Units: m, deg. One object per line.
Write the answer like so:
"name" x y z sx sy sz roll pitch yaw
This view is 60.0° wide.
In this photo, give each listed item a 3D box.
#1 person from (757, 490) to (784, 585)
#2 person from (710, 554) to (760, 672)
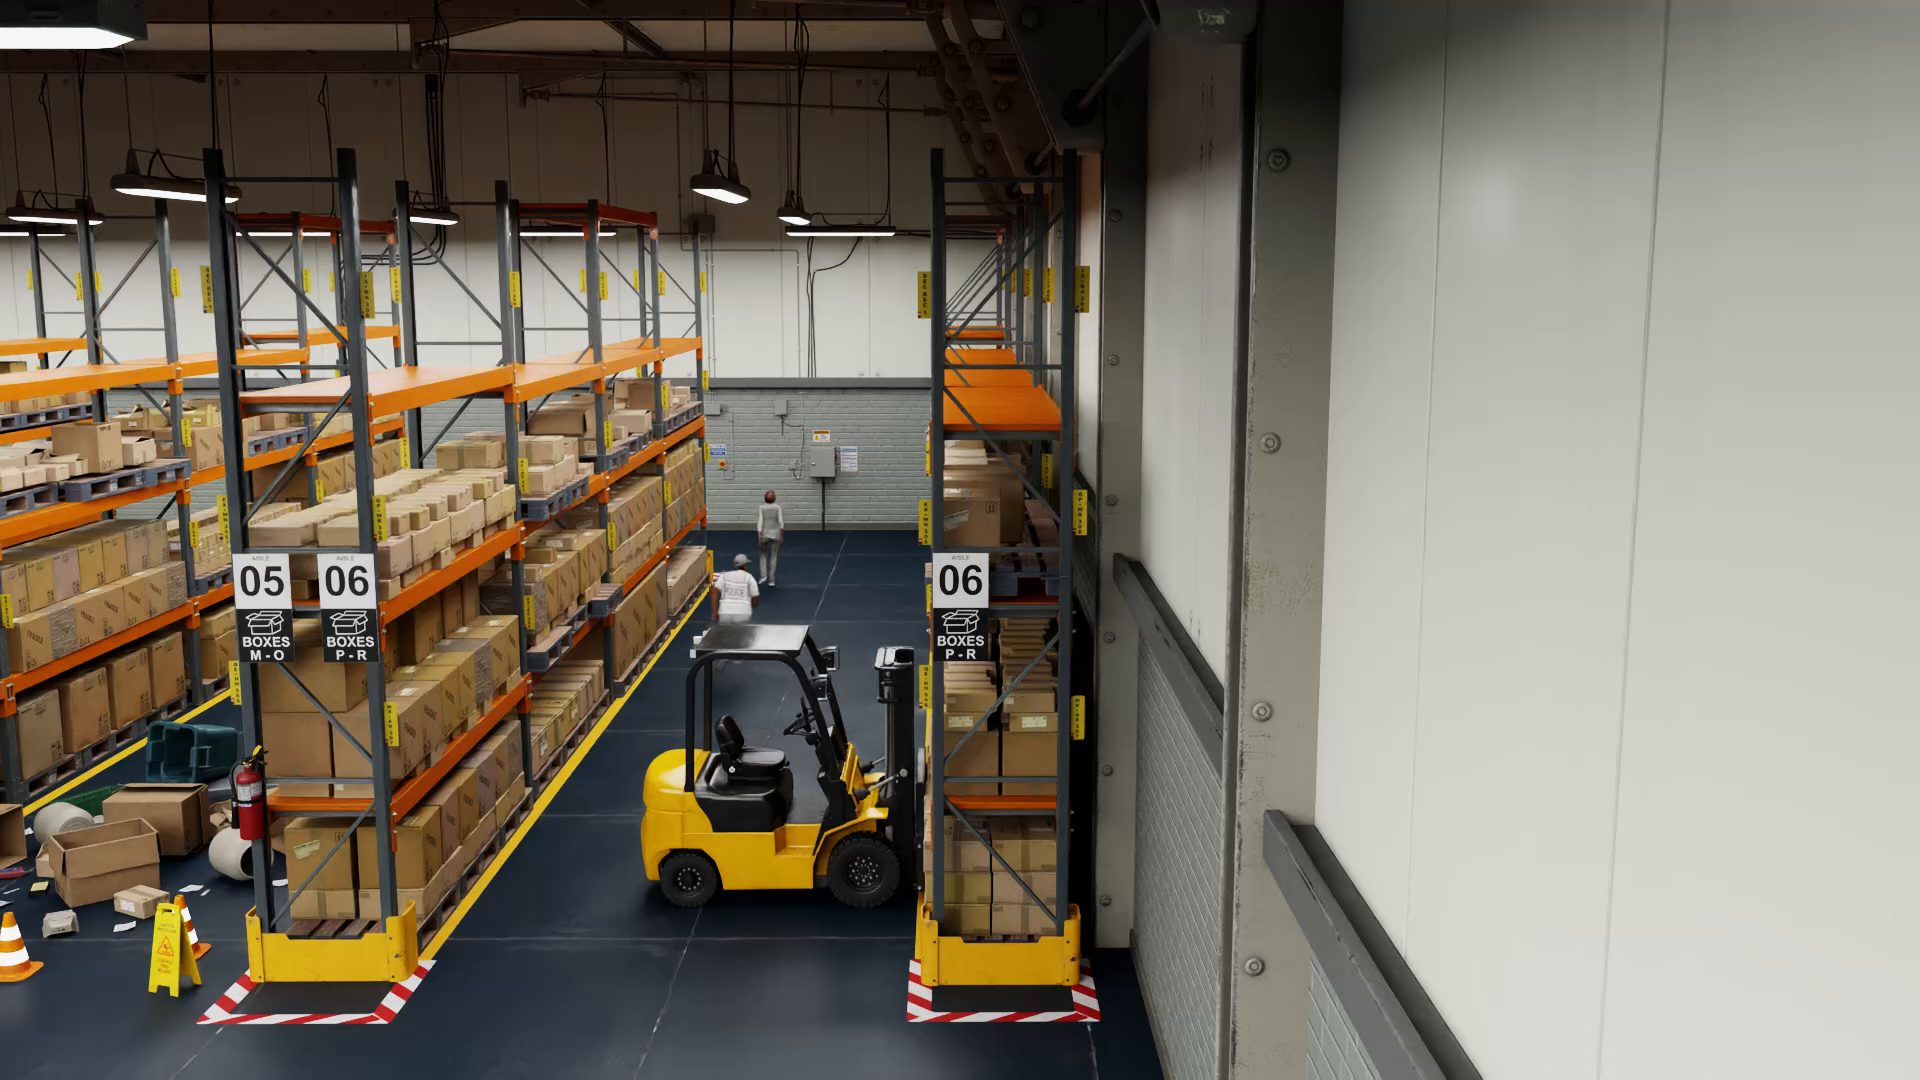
"person" -3.148 0.026 27.624 0.452 1.517 0.428 -1 9 -4
"person" -2.848 0.921 21.122 0.613 1.460 0.714 0 9 1
